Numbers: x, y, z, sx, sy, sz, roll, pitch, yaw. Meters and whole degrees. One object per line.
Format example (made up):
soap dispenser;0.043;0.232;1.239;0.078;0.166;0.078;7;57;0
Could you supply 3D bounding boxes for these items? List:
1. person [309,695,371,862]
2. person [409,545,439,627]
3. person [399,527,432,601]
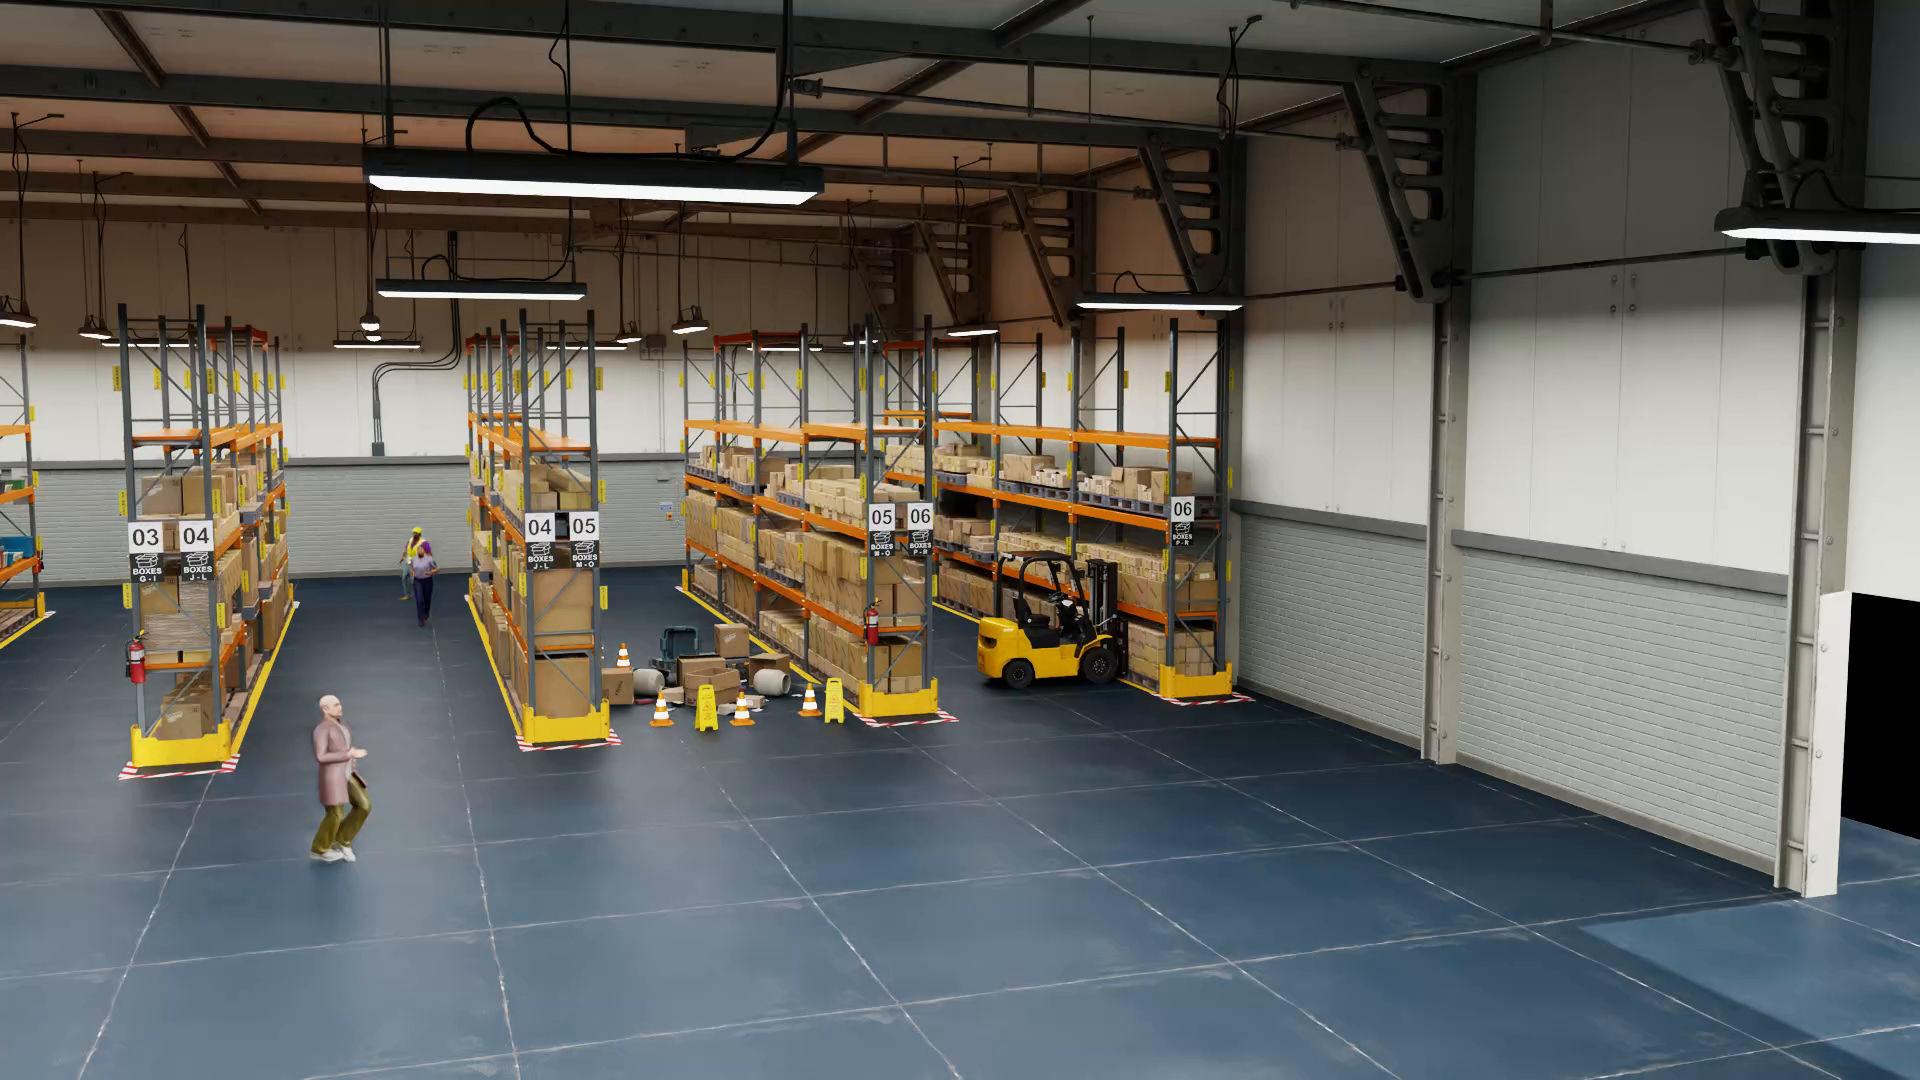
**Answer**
person;-6.424;2.497;17.262;0.724;1.797;0.688;1;5;9
person;-11.105;0.967;34.461;0.593;1.582;0.866;-1;6;-14
person;-12.470;0.540;38.163;0.743;1.693;0.619;2;6;22
